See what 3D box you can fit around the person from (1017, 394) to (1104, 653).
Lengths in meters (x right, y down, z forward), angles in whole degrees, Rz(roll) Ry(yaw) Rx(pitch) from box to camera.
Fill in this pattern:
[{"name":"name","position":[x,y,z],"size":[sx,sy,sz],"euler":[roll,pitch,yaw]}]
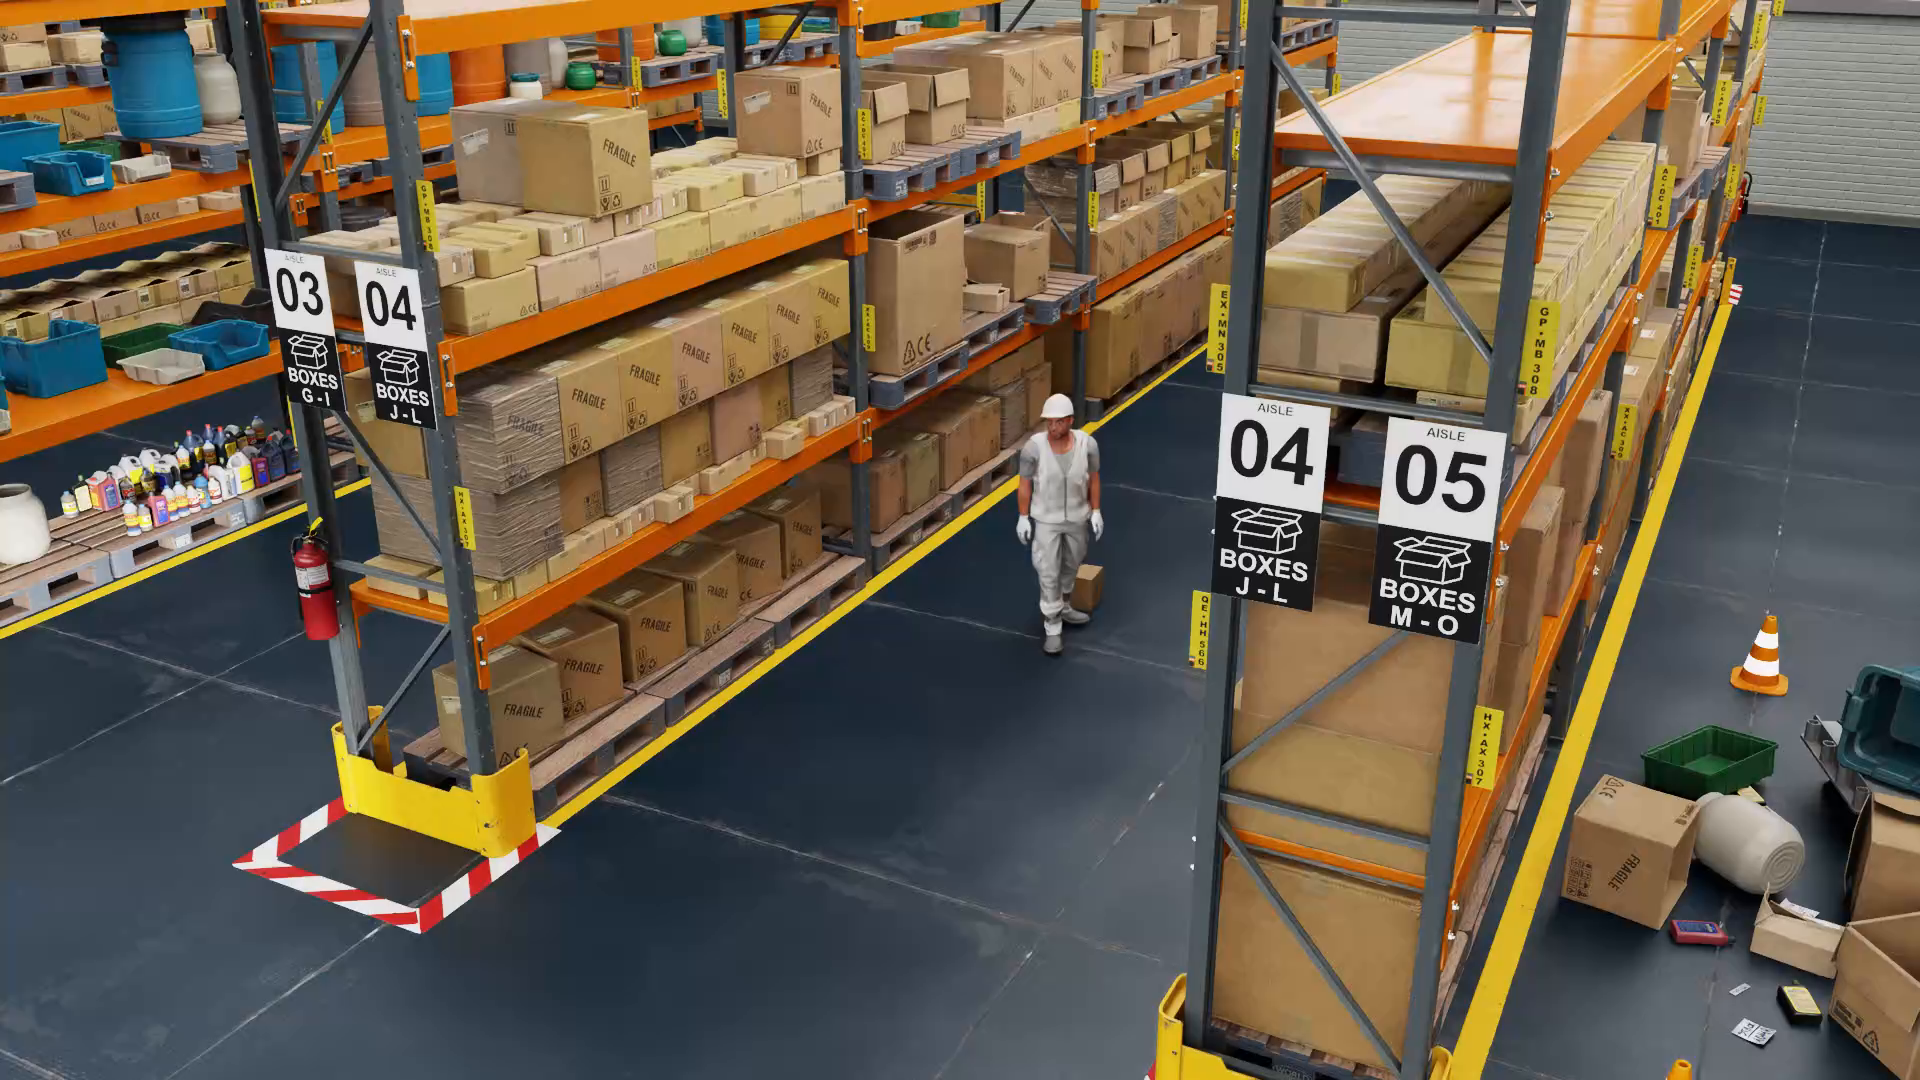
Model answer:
[{"name":"person","position":[0.664,-0.153,11.105],"size":[0.575,1.779,0.596],"euler":[-4,23,-11]}]
